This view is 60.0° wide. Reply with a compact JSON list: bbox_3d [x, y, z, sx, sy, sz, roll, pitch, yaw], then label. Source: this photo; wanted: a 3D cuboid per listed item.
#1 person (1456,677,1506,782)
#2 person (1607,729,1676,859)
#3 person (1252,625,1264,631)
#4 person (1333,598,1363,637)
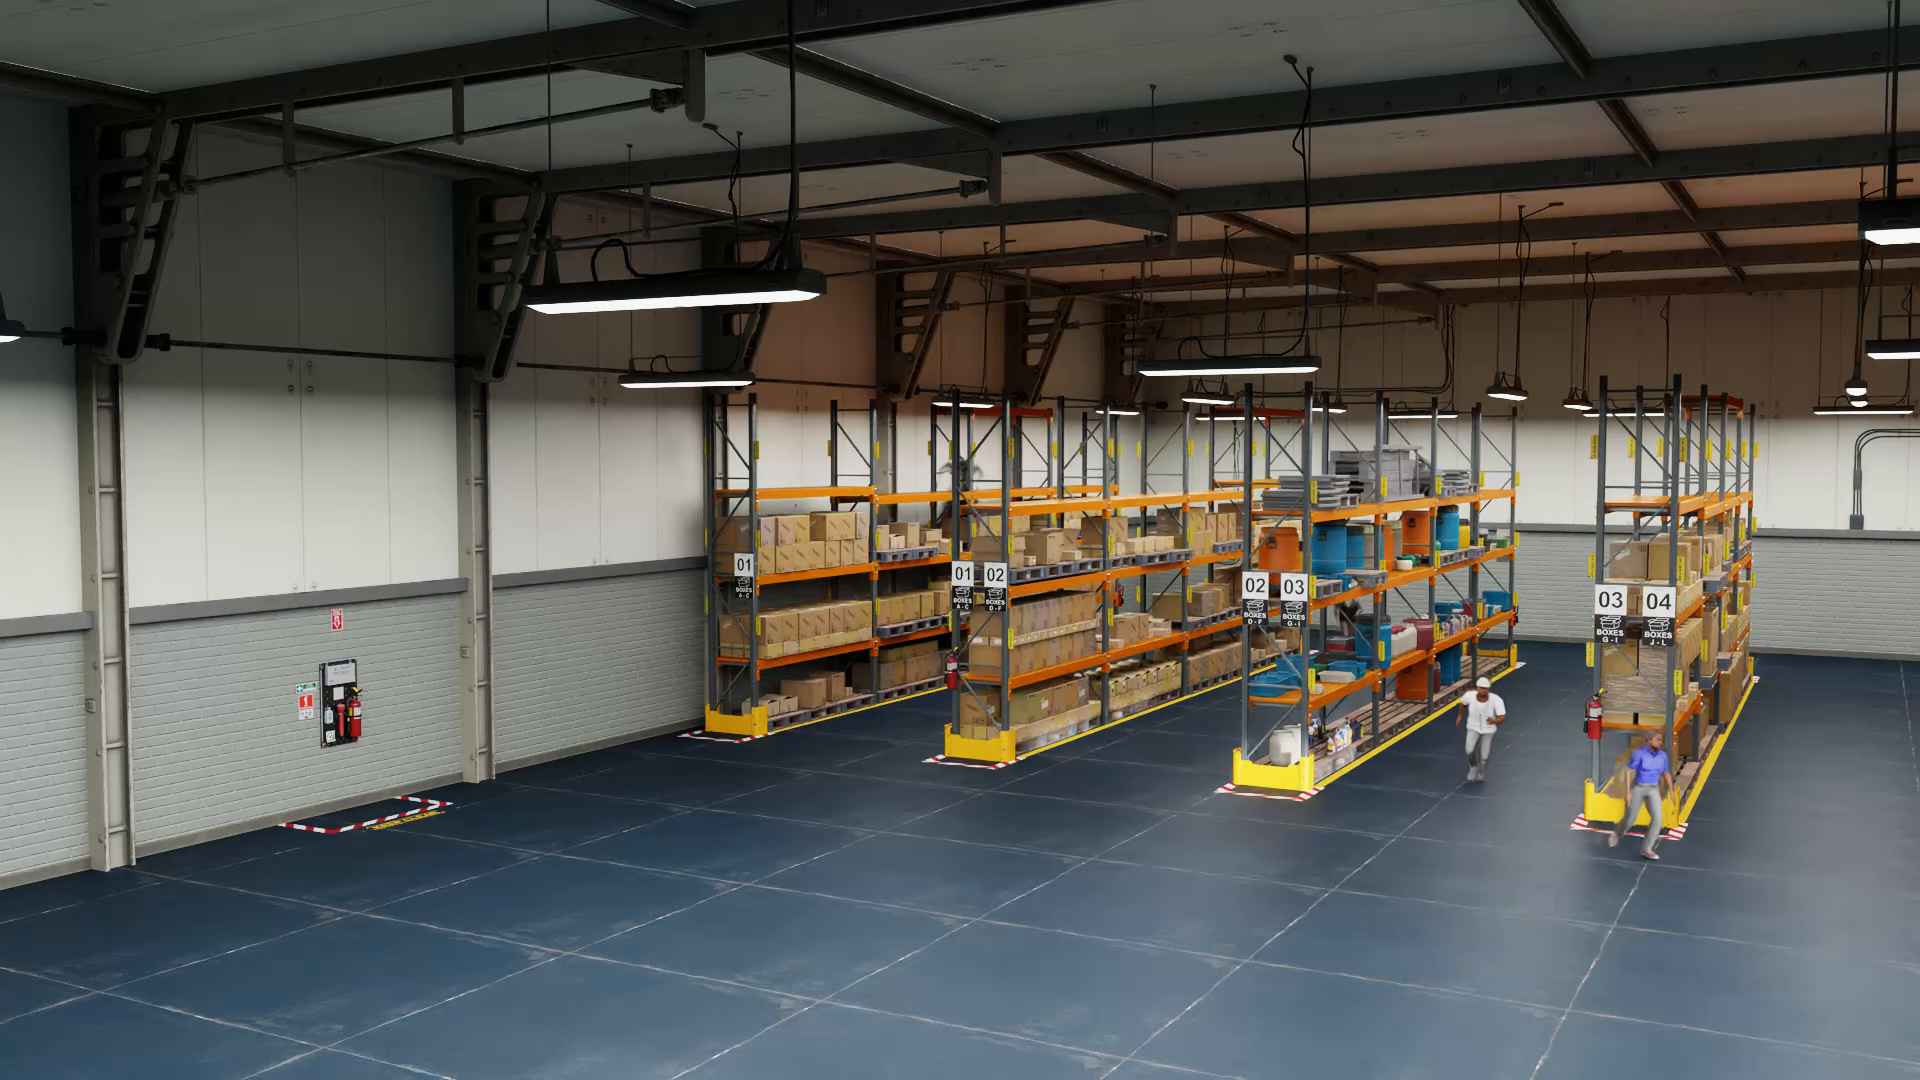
[{"bbox_3d":[7.760,2.830,24.790,0.722,1.624,0.965,1,3,18],"label":"person"},{"bbox_3d":[8.439,3.095,20.604,0.633,1.587,0.733,-1,3,-10],"label":"person"},{"bbox_3d":[7.616,2.009,42.556,0.874,1.422,0.537,3,4,43],"label":"person"},{"bbox_3d":[9.372,2.002,40.137,0.691,1.716,0.774,0,3,3],"label":"person"}]
